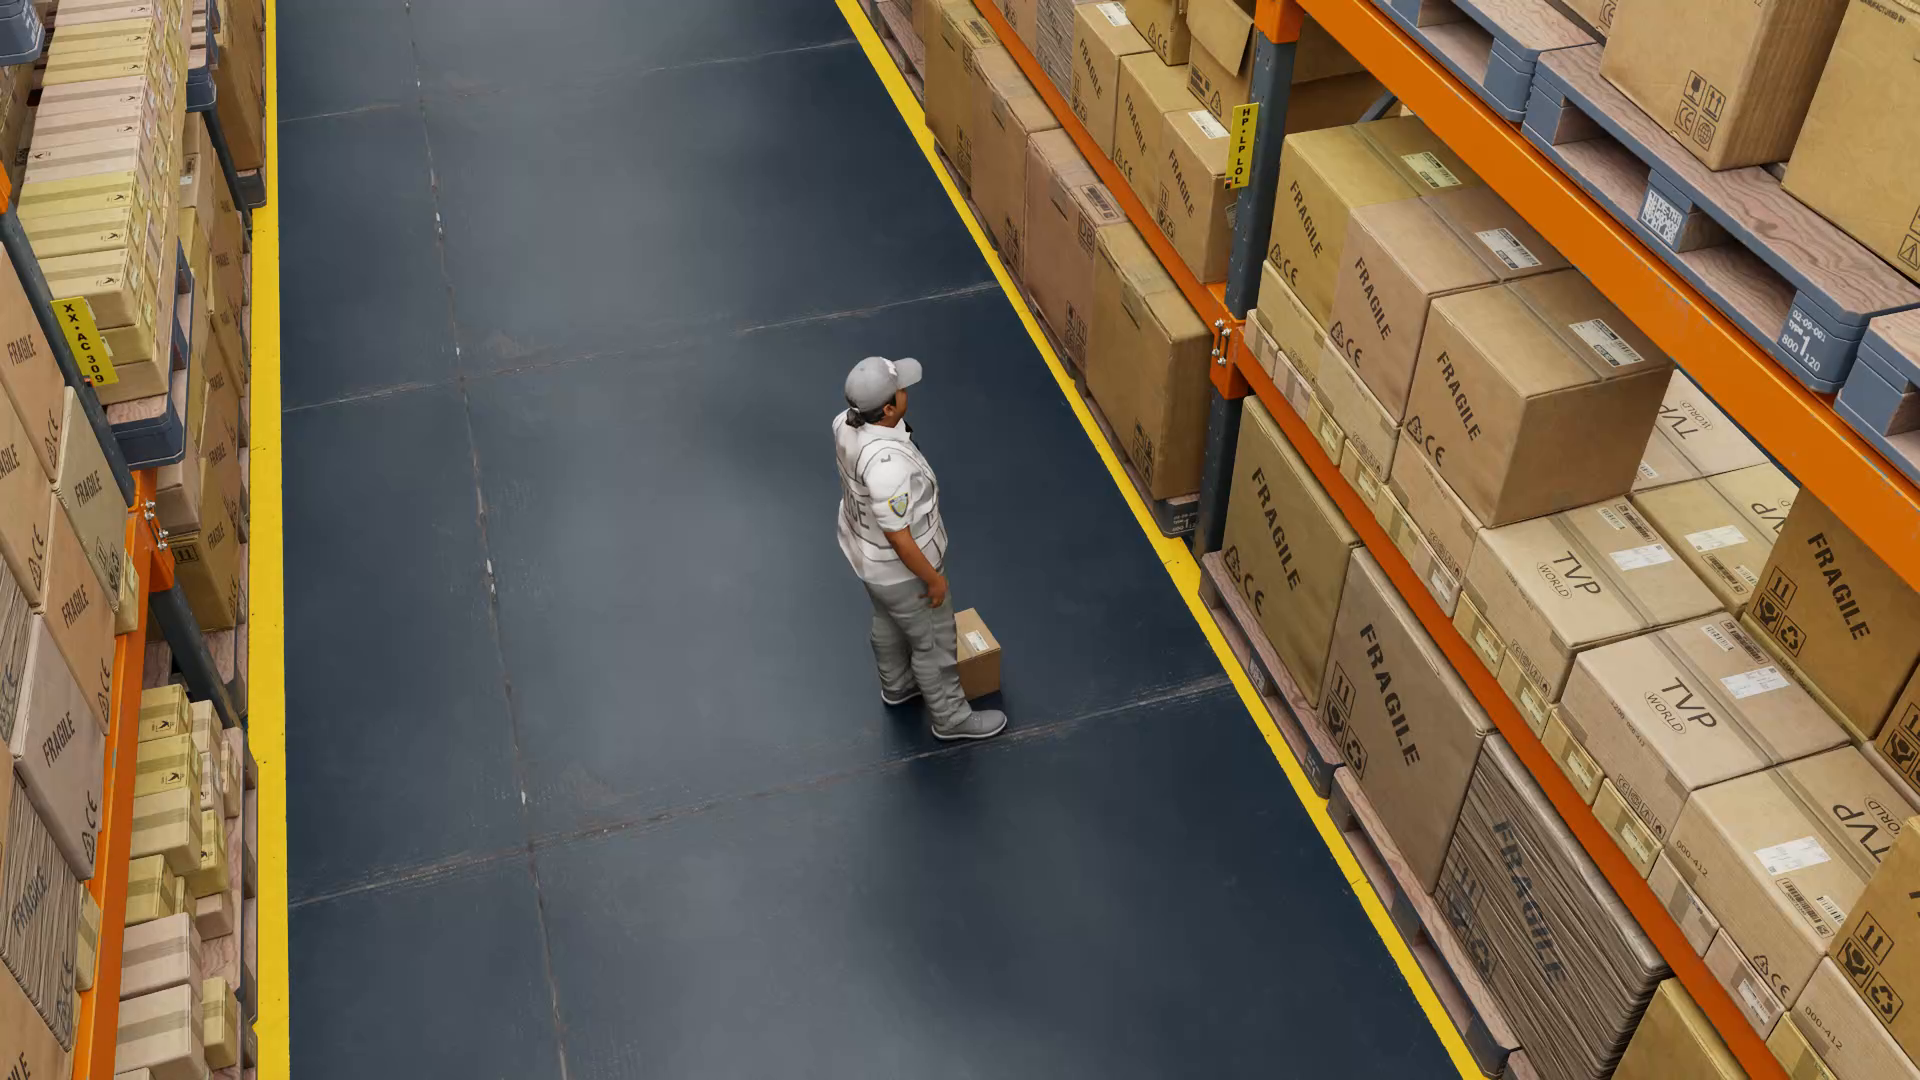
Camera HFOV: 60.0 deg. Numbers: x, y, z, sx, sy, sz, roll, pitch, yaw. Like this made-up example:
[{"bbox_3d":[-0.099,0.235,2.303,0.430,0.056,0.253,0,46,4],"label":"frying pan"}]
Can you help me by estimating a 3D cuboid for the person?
[{"bbox_3d":[-0.158,0.026,6.114,0.529,1.670,0.599,-17,45,-17],"label":"person"}]
